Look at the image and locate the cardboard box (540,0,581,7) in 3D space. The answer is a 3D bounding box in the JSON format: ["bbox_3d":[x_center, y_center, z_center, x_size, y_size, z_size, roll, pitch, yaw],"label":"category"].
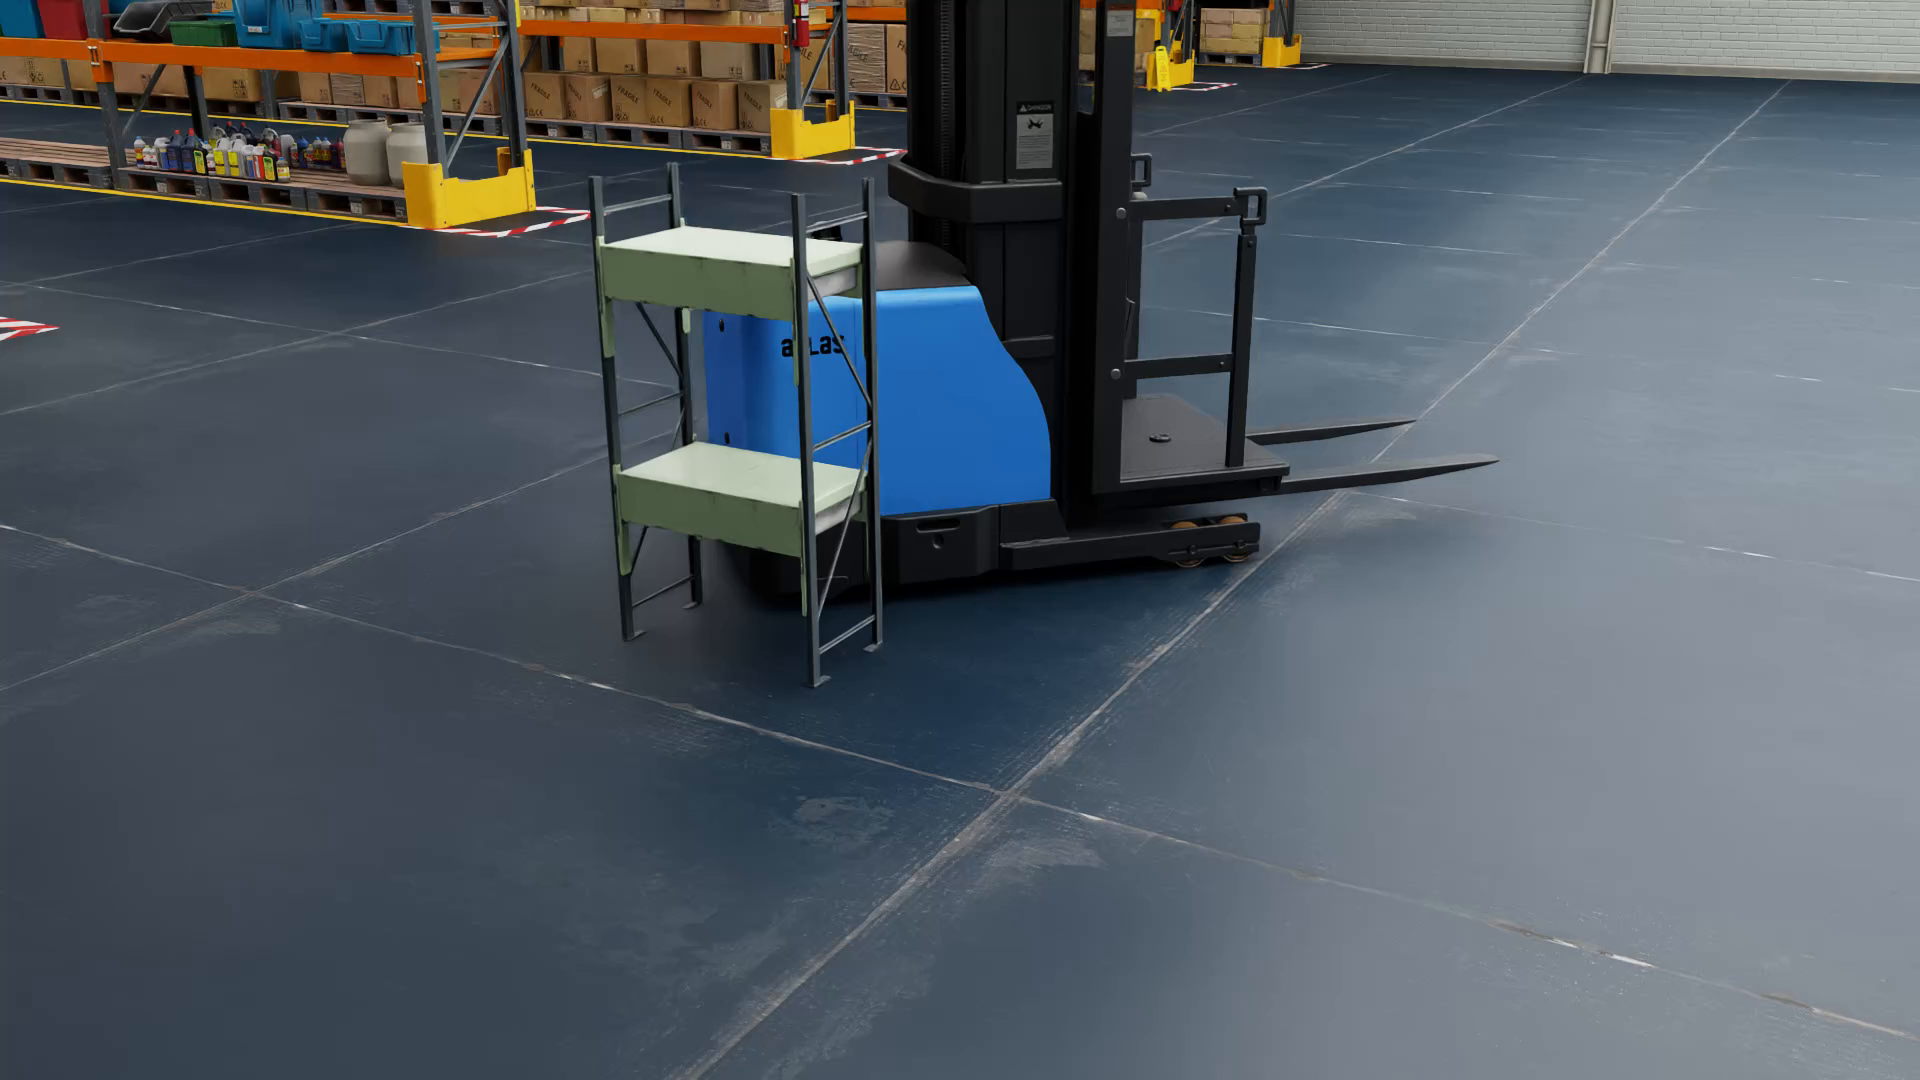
[{"bbox_3d":[-4.203,-6.206,18.492,0.500,0.500,0.875,11,23,27],"label":"cardboard box"}]

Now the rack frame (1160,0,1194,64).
[{"bbox_3d":[3.340,-8.491,25.374,0.127,3.000,1.000,11,23,27],"label":"rack frame"}]

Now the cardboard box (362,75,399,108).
[{"bbox_3d":[-6.894,-5.617,20.471,0.500,0.500,0.700,13,24,32],"label":"cardboard box"}]

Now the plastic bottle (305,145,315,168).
[{"bbox_3d":[-5.812,-3.442,14.914,0.097,0.201,0.097,0,20,0],"label":"plastic bottle"}]

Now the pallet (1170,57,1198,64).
[{"bbox_3d":[4.008,-8.976,30.801,1.213,0.211,1.003,11,23,27],"label":"pallet"}]

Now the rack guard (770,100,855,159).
[{"bbox_3d":[-1.559,-4.378,17.702,0.348,0.500,1.175,11,23,27],"label":"rack guard"}]

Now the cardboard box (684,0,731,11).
[{"bbox_3d":[-2.455,-5.875,17.579,0.500,0.500,0.875,11,23,27],"label":"cardboard box"}]

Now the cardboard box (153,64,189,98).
[{"bbox_3d":[-9.844,-6.341,21.948,0.875,0.875,1.225,11,23,27],"label":"cardboard box"}]

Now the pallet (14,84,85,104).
[{"bbox_3d":[-12.595,-6.375,23.631,1.213,0.211,1.003,11,23,27],"label":"pallet"}]

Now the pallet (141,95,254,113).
[{"bbox_3d":[-10.190,-5.917,22.368,1.213,0.211,1.003,11,23,27],"label":"pallet"}]

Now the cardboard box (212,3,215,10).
[{"bbox_3d":[-9.461,-7.011,21.148,0.500,0.500,0.500,11,22,27],"label":"cardboard box"}]

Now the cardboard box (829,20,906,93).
[{"bbox_3d":[-1.174,-6.590,22.634,0.875,0.875,0.875,11,23,28],"label":"cardboard box"}]

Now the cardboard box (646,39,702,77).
[{"bbox_3d":[-3.904,-7.044,24.067,0.750,0.750,1.050,11,23,27],"label":"cardboard box"}]

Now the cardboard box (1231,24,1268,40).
[{"bbox_3d":[5.180,-9.097,29.728,0.500,0.250,0.500,10,22,27],"label":"cardboard box"}]

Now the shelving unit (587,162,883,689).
[{"bbox_3d":[-0.680,-0.370,5.184,0.755,1.500,0.431,11,23,27],"label":"shelving unit"}]

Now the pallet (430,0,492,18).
[{"bbox_3d":[-5.581,-6.286,19.577,1.213,0.211,1.003,11,23,27],"label":"pallet"}]

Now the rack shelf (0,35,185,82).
[{"bbox_3d":[-9.147,-4.726,16.049,4.000,0.370,1.077,11,23,27],"label":"rack shelf"}]

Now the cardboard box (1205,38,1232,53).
[{"bbox_3d":[4.764,-8.944,30.039,0.500,0.250,0.500,11,23,27],"label":"cardboard box"}]

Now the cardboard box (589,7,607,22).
[{"bbox_3d":[-3.841,-5.762,18.219,0.250,0.149,0.380,11,23,27],"label":"cardboard box"}]

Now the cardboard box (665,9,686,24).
[{"bbox_3d":[-2.942,-5.612,17.805,0.250,0.149,0.380,11,23,27],"label":"cardboard box"}]

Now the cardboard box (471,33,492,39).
[{"bbox_3d":[-7.141,-7.822,25.481,0.500,0.250,0.500,11,23,28],"label":"cardboard box"}]

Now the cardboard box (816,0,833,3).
[{"bbox_3d":[-1.659,-7.594,22.681,0.550,0.550,0.875,11,23,27],"label":"cardboard box"}]

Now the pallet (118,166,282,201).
[{"bbox_3d":[-6.835,-3.297,15.143,1.213,0.211,1.003,11,23,27],"label":"pallet"}]

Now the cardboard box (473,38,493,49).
[{"bbox_3d":[-7.124,-7.472,25.616,0.500,0.500,0.500,12,23,29],"label":"cardboard box"}]

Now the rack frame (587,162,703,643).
[{"bbox_3d":[-0.999,-0.431,5.352,0.023,1.500,0.400,11,23,27],"label":"rack frame"}]

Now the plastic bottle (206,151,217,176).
[{"bbox_3d":[-6.498,-3.280,14.466,0.097,0.201,0.097,0,20,0],"label":"plastic bottle"}]

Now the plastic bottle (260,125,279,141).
[{"bbox_3d":[-6.248,-3.586,15.092,0.185,0.351,0.144,11,22,27],"label":"plastic bottle"}]

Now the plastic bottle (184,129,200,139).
[{"bbox_3d":[-6.828,-3.478,14.794,0.185,0.351,0.144,11,23,27],"label":"plastic bottle"}]

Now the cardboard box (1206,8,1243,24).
[{"bbox_3d":[4.755,-9.411,29.861,0.500,0.250,0.500,11,23,28],"label":"cardboard box"}]

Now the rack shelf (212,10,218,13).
[{"bbox_3d":[-10.223,-6.866,21.948,4.000,0.370,1.077,11,23,27],"label":"rack shelf"}]

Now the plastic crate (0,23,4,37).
[{"bbox_3d":[-9.059,-4.837,15.613,0.662,0.188,0.450,11,23,27],"label":"plastic crate"}]

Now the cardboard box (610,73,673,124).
[{"bbox_3d":[-3.571,-4.977,18.737,0.500,0.500,0.500,9,22,23],"label":"cardboard box"}]

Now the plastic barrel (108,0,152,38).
[{"bbox_3d":[-7.590,-5.122,15.350,0.708,0.901,0.600,11,23,27],"label":"plastic barrel"}]

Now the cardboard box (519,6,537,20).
[{"bbox_3d":[-4.732,-5.917,18.647,0.250,0.149,0.380,11,23,27],"label":"cardboard box"}]

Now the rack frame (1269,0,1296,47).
[{"bbox_3d":[5.757,-9.969,29.449,0.127,3.000,1.000,11,23,27],"label":"rack frame"}]

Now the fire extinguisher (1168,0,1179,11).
[{"bbox_3d":[3.215,-8.298,24.957,0.183,0.674,0.296,11,23,27],"label":"fire extinguisher"}]

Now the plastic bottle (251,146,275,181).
[{"bbox_3d":[-5.932,-3.218,14.186,0.135,0.276,0.152,11,23,28],"label":"plastic bottle"}]

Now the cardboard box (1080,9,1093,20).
[{"bbox_3d":[1.942,-8.193,25.917,0.250,0.149,0.380,11,23,28],"label":"cardboard box"}]

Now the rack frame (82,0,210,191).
[{"bbox_3d":[-7.401,-4.731,15.010,0.127,3.000,1.000,11,23,27],"label":"rack frame"}]

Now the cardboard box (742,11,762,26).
[{"bbox_3d":[-2.060,-5.450,17.360,0.250,0.149,0.380,11,23,27],"label":"cardboard box"}]

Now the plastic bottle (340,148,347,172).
[{"bbox_3d":[-5.430,-3.369,14.713,0.097,0.201,0.097,0,20,0],"label":"plastic bottle"}]

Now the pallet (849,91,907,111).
[{"bbox_3d":[-0.783,-6.003,22.603,1.213,0.211,1.003,11,23,27],"label":"pallet"}]

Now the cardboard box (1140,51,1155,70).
[{"bbox_3d":[2.771,-7.612,26.368,0.500,0.250,0.500,11,22,27],"label":"cardboard box"}]

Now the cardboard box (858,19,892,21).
[{"bbox_3d":[-1.701,-10.328,33.489,0.500,0.500,0.500,12,23,29],"label":"cardboard box"}]

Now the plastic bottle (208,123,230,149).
[{"bbox_3d":[-6.768,-3.629,15.210,0.185,0.351,0.144,11,23,27],"label":"plastic bottle"}]

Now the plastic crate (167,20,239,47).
[{"bbox_3d":[-6.353,-4.322,14.192,0.662,0.188,0.450,11,23,27],"label":"plastic crate"}]

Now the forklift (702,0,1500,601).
[{"bbox_3d":[0.597,-1.441,6.040,3.031,2.935,1.130,-6,21,-16],"label":"forklift"}]

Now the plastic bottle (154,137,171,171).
[{"bbox_3d":[-7.041,-3.429,14.768,0.135,0.276,0.152,12,23,29],"label":"plastic bottle"}]
